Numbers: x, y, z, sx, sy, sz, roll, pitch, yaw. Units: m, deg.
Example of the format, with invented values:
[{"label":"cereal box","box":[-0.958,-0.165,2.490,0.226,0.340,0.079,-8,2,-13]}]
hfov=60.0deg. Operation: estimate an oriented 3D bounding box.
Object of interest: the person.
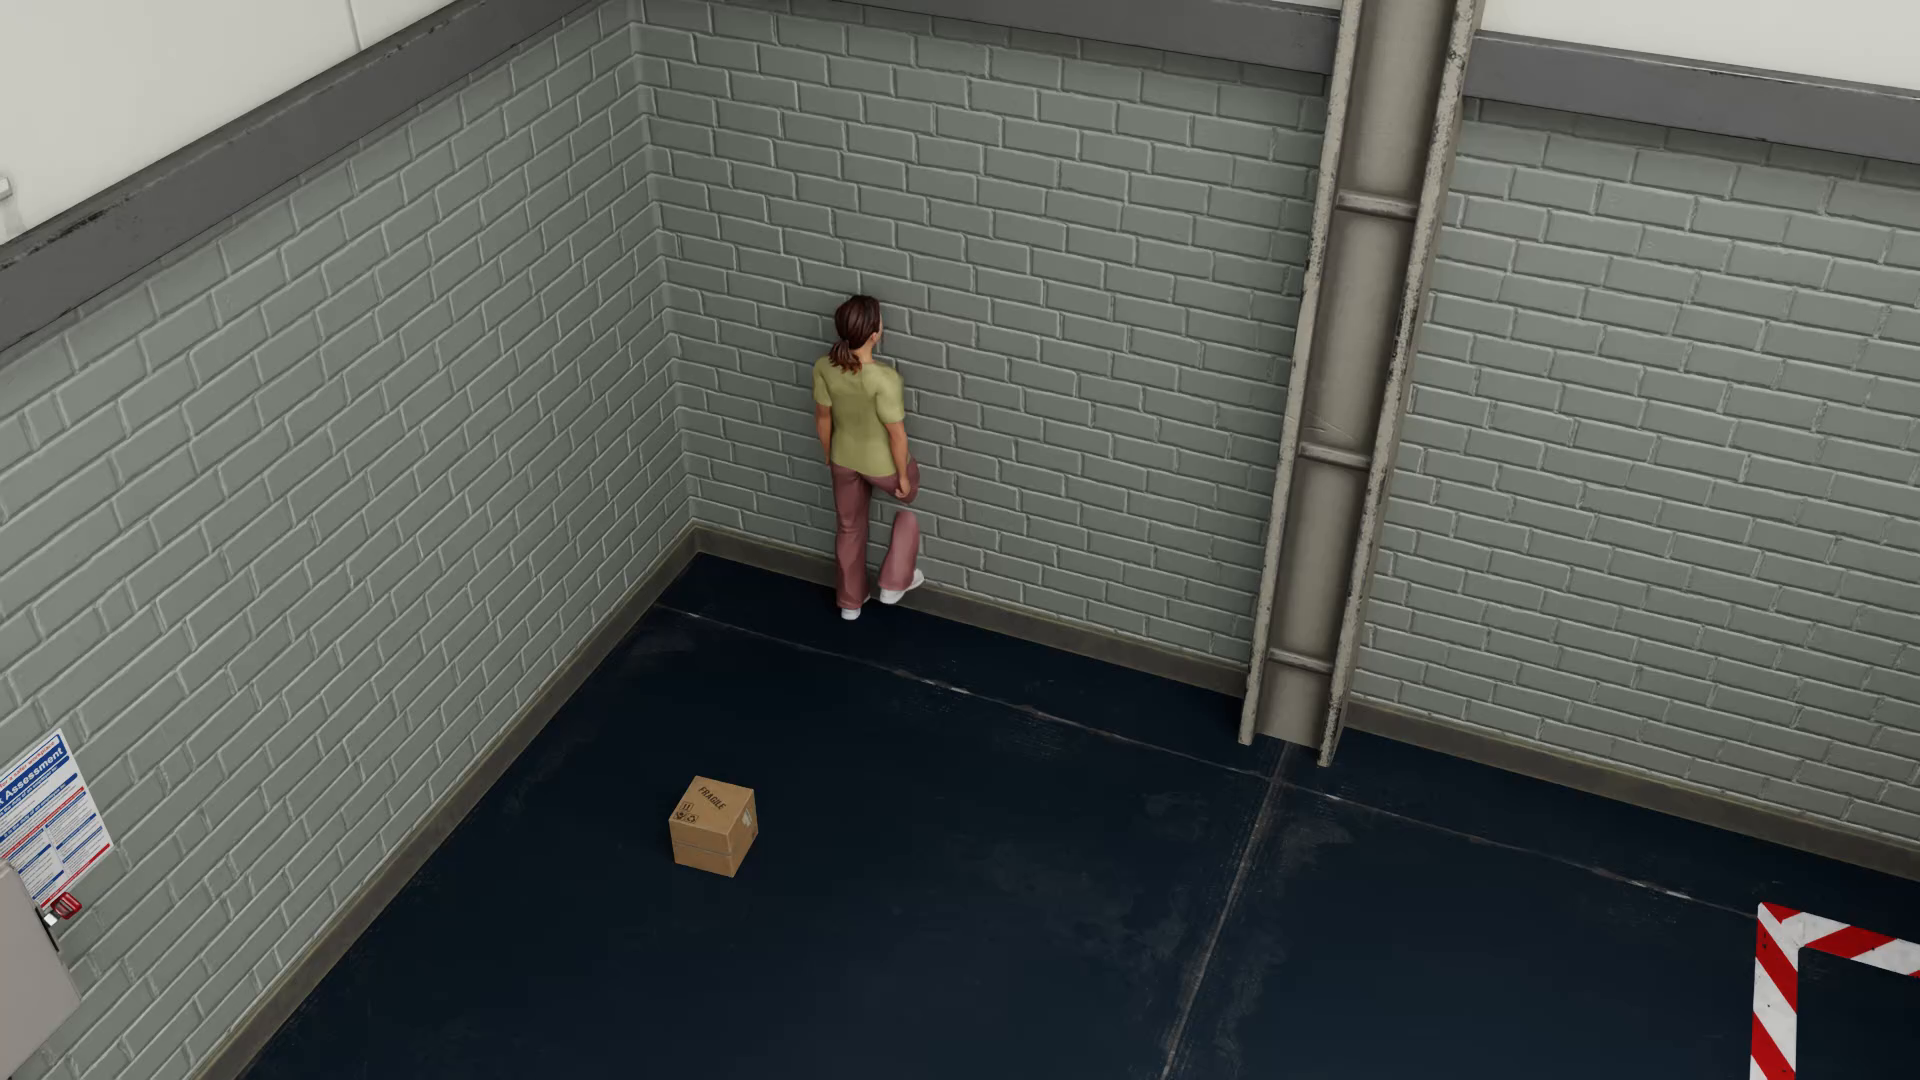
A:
[{"label":"person","box":[-0.370,-0.356,7.284,0.436,1.678,0.494,18,41,21]}]
